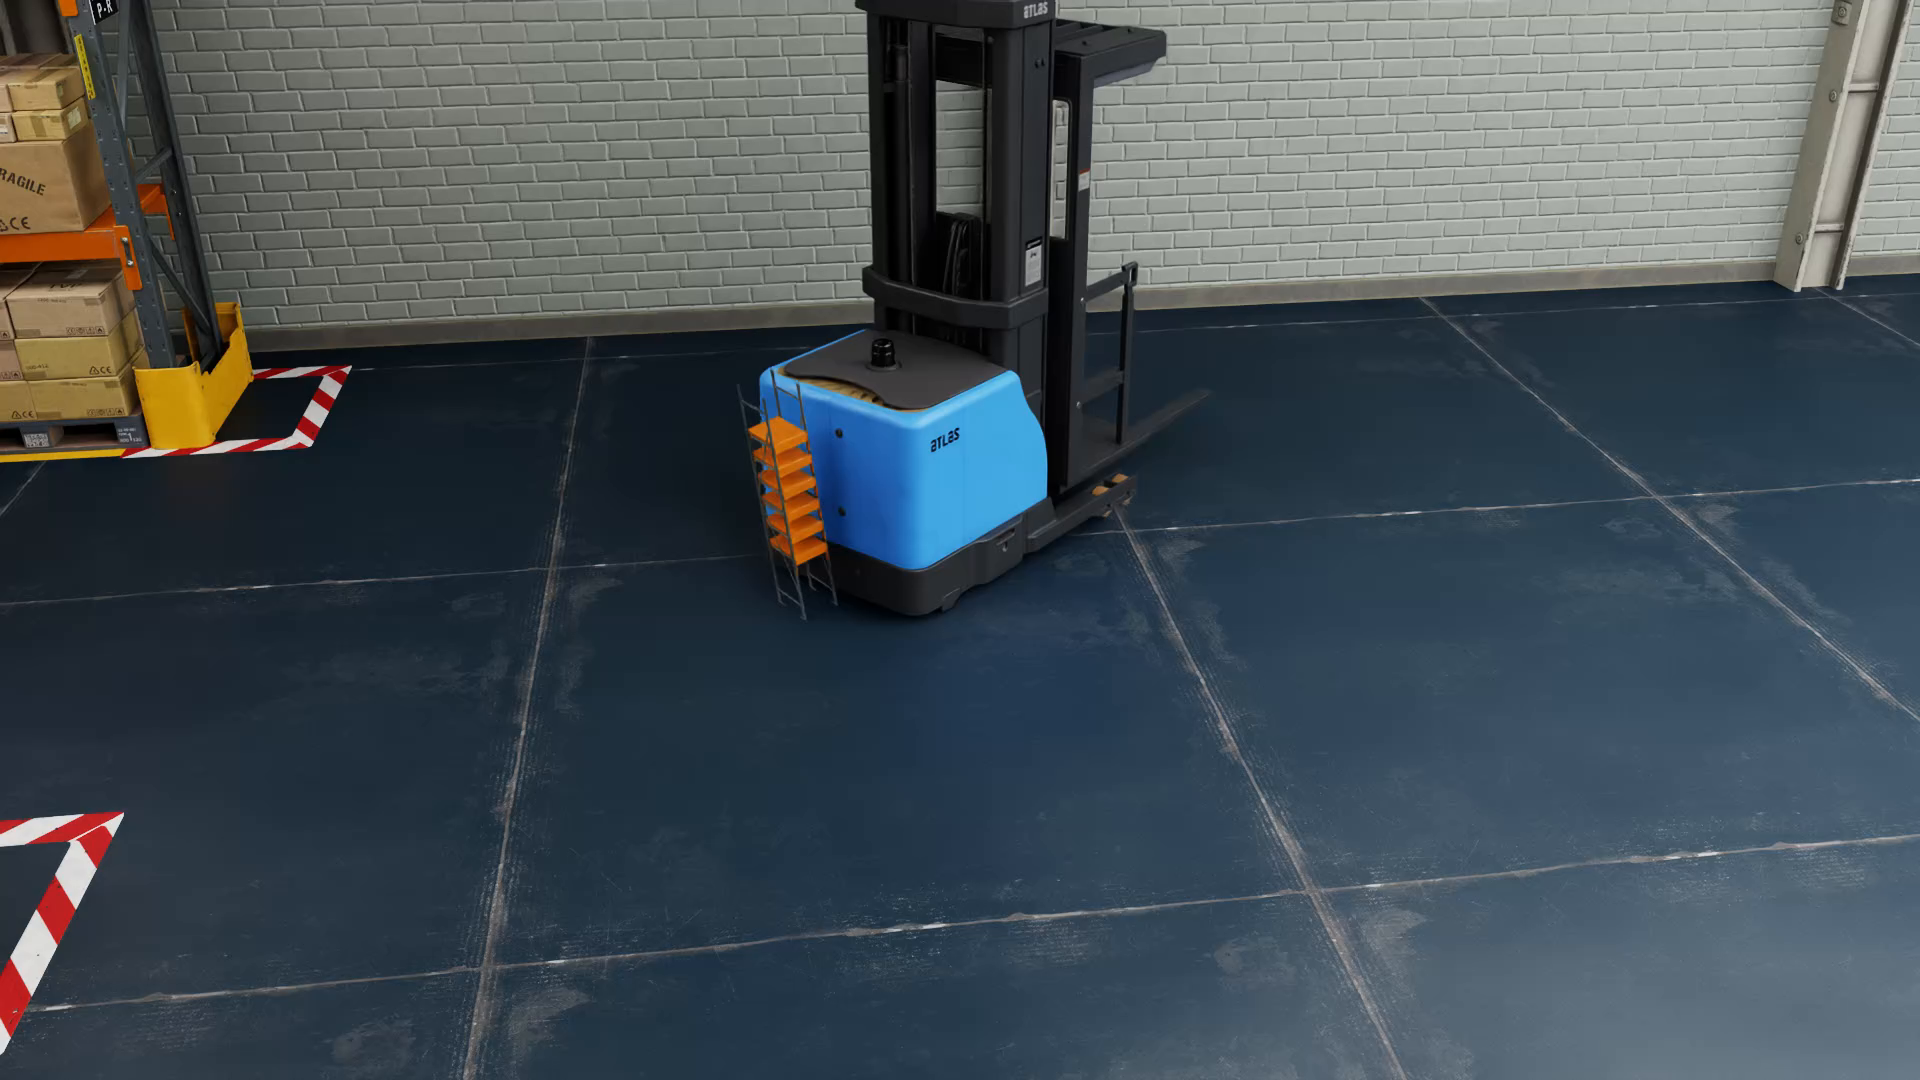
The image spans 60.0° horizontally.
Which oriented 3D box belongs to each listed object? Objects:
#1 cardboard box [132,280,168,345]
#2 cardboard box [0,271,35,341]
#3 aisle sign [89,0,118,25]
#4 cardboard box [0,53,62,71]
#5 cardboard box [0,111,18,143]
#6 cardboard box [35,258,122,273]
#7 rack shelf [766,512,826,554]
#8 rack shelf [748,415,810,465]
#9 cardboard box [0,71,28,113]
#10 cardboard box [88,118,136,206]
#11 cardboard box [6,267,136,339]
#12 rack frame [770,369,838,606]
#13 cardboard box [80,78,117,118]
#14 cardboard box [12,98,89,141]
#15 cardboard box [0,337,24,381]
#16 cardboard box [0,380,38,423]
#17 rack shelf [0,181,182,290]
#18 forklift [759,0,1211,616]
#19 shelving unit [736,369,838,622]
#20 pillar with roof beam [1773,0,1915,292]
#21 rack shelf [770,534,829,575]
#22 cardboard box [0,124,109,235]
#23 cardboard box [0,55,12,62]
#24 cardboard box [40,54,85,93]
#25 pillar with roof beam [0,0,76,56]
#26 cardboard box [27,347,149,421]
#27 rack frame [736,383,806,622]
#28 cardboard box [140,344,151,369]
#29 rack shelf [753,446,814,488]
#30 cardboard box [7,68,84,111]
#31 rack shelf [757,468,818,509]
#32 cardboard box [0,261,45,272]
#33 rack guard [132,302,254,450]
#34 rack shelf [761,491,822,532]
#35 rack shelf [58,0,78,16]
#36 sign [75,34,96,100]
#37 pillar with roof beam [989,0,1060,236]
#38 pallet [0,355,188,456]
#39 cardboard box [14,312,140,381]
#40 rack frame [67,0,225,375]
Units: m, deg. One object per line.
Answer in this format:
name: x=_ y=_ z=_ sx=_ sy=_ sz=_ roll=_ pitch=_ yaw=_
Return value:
cardboard box: x=-5.199 y=-1.384 z=10.166 sx=0.500 sy=0.250 sz=0.500 roll=-3 pitch=27 yaw=-6
cardboard box: x=-5.621 y=-1.337 z=9.527 sx=0.500 sy=0.250 sz=0.500 roll=-3 pitch=27 yaw=-6
aisle sign: x=-4.598 y=-3.162 z=8.780 sx=0.004 sy=0.787 sz=0.394 roll=-4 pitch=27 yaw=-7
cardboard box: x=-5.338 y=-2.686 z=9.554 sx=0.250 sy=0.149 sz=0.380 roll=-3 pitch=27 yaw=-5
cardboard box: x=-5.257 y=-2.289 z=9.105 sx=0.250 sy=0.149 sz=0.380 roll=-3 pitch=27 yaw=-6
cardboard box: x=-5.206 y=-1.598 z=10.034 sx=0.500 sy=0.250 sz=0.500 roll=-4 pitch=27 yaw=-8
rack shelf: x=-0.786 y=-0.057 z=7.886 sx=0.180 sy=0.103 sz=0.258 roll=-27 pitch=37 yaw=-29
rack shelf: x=-0.836 y=-0.462 z=7.635 sx=0.180 sy=0.103 sz=0.258 roll=-27 pitch=37 yaw=-29
cardboard box: x=-5.269 y=-2.452 z=9.097 sx=0.250 sy=0.149 sz=0.380 roll=-4 pitch=27 yaw=-7
cardboard box: x=-5.233 y=-2.273 z=9.784 sx=0.500 sy=0.500 sz=0.500 roll=-3 pitch=27 yaw=-5
cardboard box: x=-5.117 y=-1.372 z=9.595 sx=0.500 sy=0.250 sz=0.500 roll=-3 pitch=27 yaw=-5
rack frame: x=-0.731 y=-0.232 z=7.844 sx=0.006 sy=1.200 sz=0.240 roll=-27 pitch=37 yaw=-29
cardboard box: x=-5.076 y=-2.563 z=9.639 sx=0.250 sy=0.149 sz=0.380 roll=-4 pitch=27 yaw=-8
cardboard box: x=-5.008 y=-2.319 z=9.163 sx=0.250 sy=0.149 sz=0.380 roll=-3 pitch=27 yaw=-6
cardboard box: x=-5.641 y=-1.121 z=9.653 sx=0.500 sy=0.250 sz=0.500 roll=-4 pitch=27 yaw=-8
cardboard box: x=-5.619 y=-0.898 z=9.766 sx=0.500 sy=0.250 sz=0.500 roll=-4 pitch=27 yaw=-7
rack shelf: x=-6.685 y=-1.687 z=9.540 sx=4.000 sy=0.370 sz=1.077 roll=-4 pitch=27 yaw=-7
forklift: x=0.320 y=-1.552 z=8.565 sx=1.130 sy=2.935 sz=3.031 roll=20 pitch=33 yaw=33
shelving unit: x=-0.803 y=-0.196 z=7.800 sx=0.189 sy=1.200 sz=0.258 roll=-27 pitch=37 yaw=-29
pillar with roof beam: x=6.964 y=-3.984 z=6.656 sx=0.400 sy=9.000 sz=9.100 roll=-4 pitch=27 yaw=-7
rack shelf: x=-0.774 y=0.045 z=7.949 sx=0.180 sy=0.103 sz=0.258 roll=-27 pitch=37 yaw=-29
cardboard box: x=-5.155 y=-2.029 z=9.308 sx=0.500 sy=0.500 sz=0.500 roll=-4 pitch=27 yaw=-8
cardboard box: x=-5.590 y=-2.650 z=9.483 sx=0.250 sy=0.149 sz=0.380 roll=-3 pitch=27 yaw=-6
cardboard box: x=-5.066 y=-2.675 z=9.531 sx=0.250 sy=0.149 sz=0.380 roll=-4 pitch=27 yaw=-8
pillar with roof beam: x=-4.919 y=-3.220 z=5.169 sx=0.400 sy=9.000 sz=9.100 roll=-4 pitch=27 yaw=-7
cardboard box: x=-5.125 y=-0.925 z=9.819 sx=0.500 sy=0.250 sz=0.500 roll=-3 pitch=27 yaw=-7
rack frame: x=-0.875 y=-0.160 z=7.756 sx=0.006 sy=1.200 sz=0.240 roll=-27 pitch=37 yaw=-29
cardboard box: x=-5.218 y=-1.155 z=10.267 sx=0.500 sy=0.250 sz=0.500 roll=-4 pitch=27 yaw=-7
rack shelf: x=-0.824 y=-0.361 z=7.698 sx=0.180 sy=0.103 sz=0.258 roll=-27 pitch=37 yaw=-29
cardboard box: x=-5.029 y=-2.482 z=9.155 sx=0.250 sy=0.149 sz=0.380 roll=-4 pitch=27 yaw=-7
rack shelf: x=-0.811 y=-0.260 z=7.760 sx=0.180 sy=0.103 sz=0.258 roll=-27 pitch=37 yaw=-29
cardboard box: x=-5.701 y=-1.564 z=9.969 sx=0.500 sy=0.250 sz=0.500 roll=-4 pitch=27 yaw=-7
rack guard: x=-4.680 y=-1.024 z=10.197 sx=0.348 sy=0.500 sz=1.175 roll=-4 pitch=27 yaw=-7
rack shelf: x=-0.799 y=-0.158 z=7.823 sx=0.180 sy=0.103 sz=0.258 roll=-27 pitch=37 yaw=-29
rack shelf: x=-6.685 y=-3.021 z=8.855 sx=4.000 sy=0.370 sz=1.077 roll=-4 pitch=27 yaw=-7
sign: x=-4.642 y=-2.509 z=8.825 sx=0.005 sy=0.325 sz=0.100 roll=-4 pitch=27 yaw=-7
pillar with roof beam: x=1.022 y=-3.602 z=5.913 sx=0.400 sy=9.000 sz=9.100 roll=-4 pitch=27 yaw=-7
pallet: x=-5.455 y=-0.826 z=10.128 sx=1.213 sy=0.211 sz=1.003 roll=-4 pitch=27 yaw=-7
cardboard box: x=-5.142 y=-1.148 z=9.706 sx=0.500 sy=0.250 sz=0.500 roll=-4 pitch=27 yaw=-8
rack frame: x=-4.704 y=-2.134 z=9.624 sx=0.127 sy=3.000 sz=1.000 roll=-4 pitch=27 yaw=-7
